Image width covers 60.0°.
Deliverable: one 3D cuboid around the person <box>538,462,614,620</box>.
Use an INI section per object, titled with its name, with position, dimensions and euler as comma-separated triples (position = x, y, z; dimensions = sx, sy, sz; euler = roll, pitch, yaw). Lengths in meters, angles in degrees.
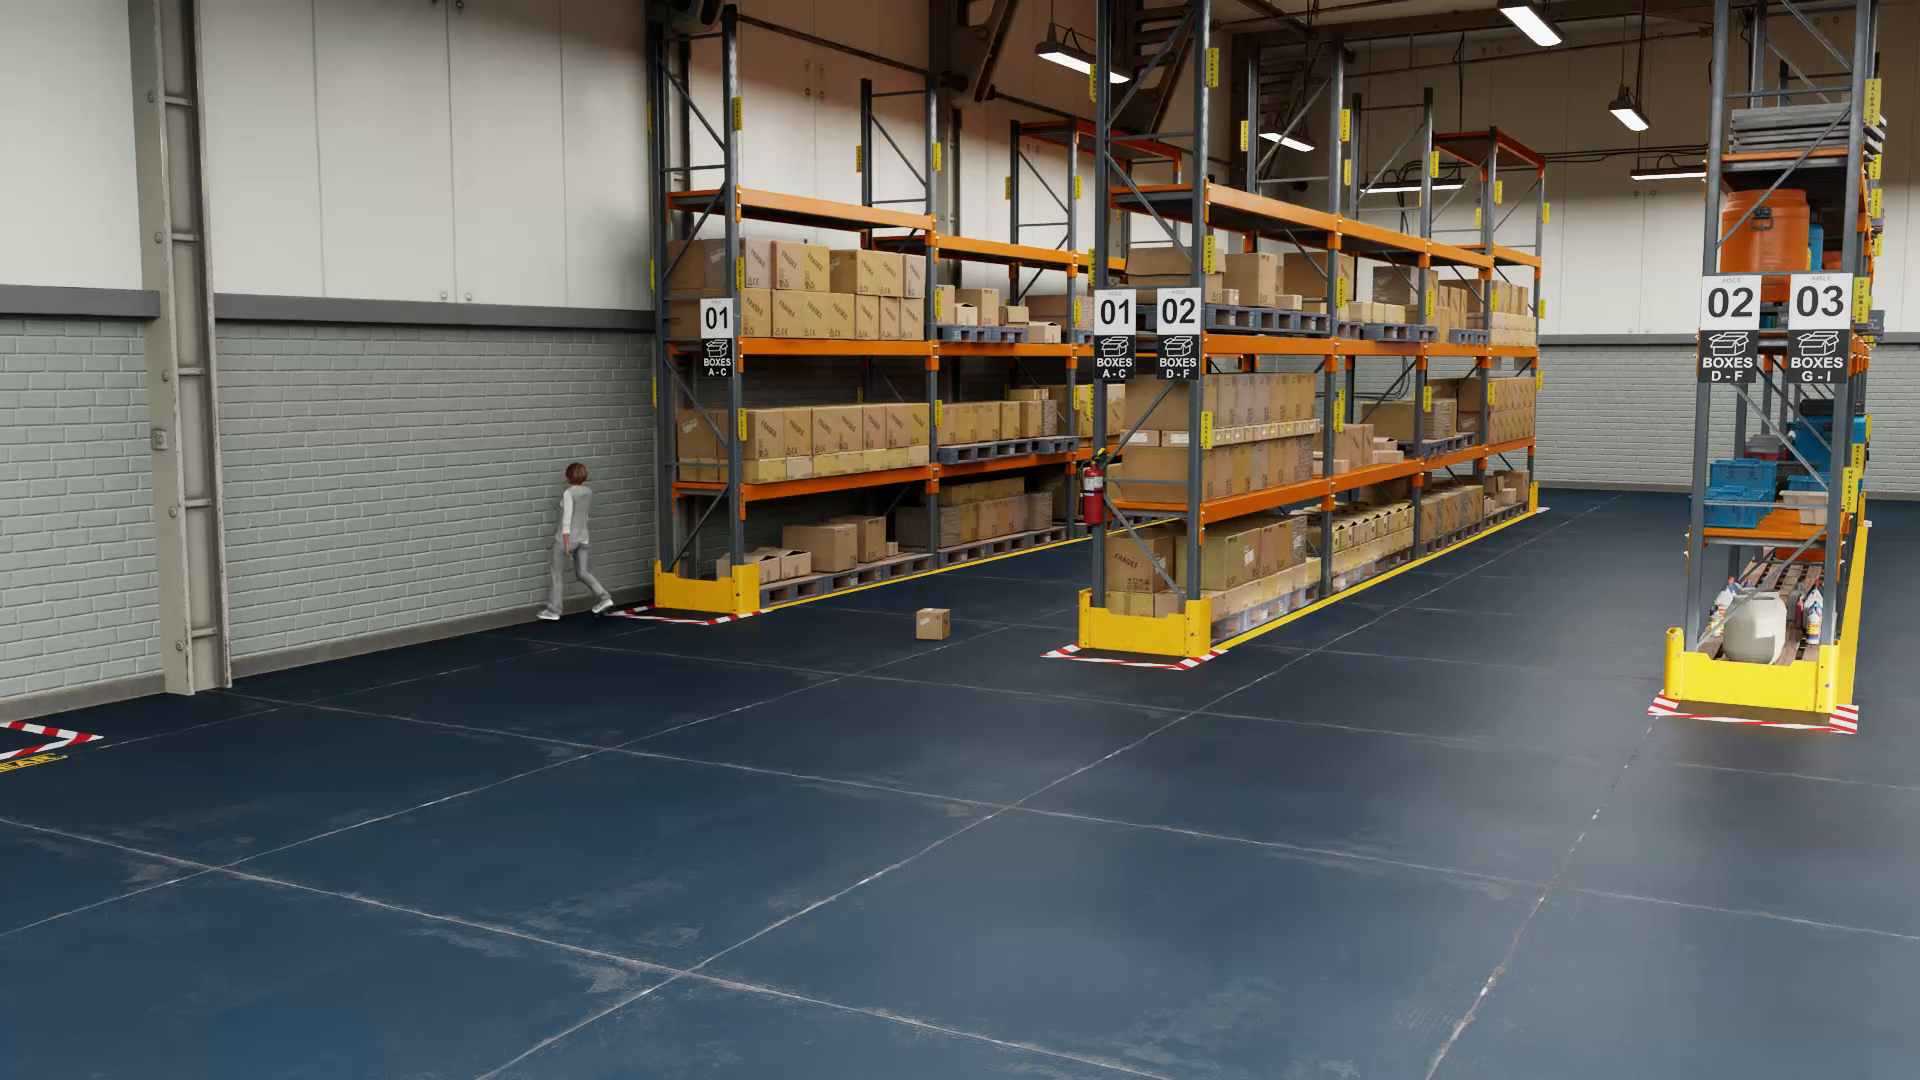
[person]
position = -3.802, 0.010, 16.434
dimensions = 0.821, 1.562, 0.423
euler = 4, 7, 32
